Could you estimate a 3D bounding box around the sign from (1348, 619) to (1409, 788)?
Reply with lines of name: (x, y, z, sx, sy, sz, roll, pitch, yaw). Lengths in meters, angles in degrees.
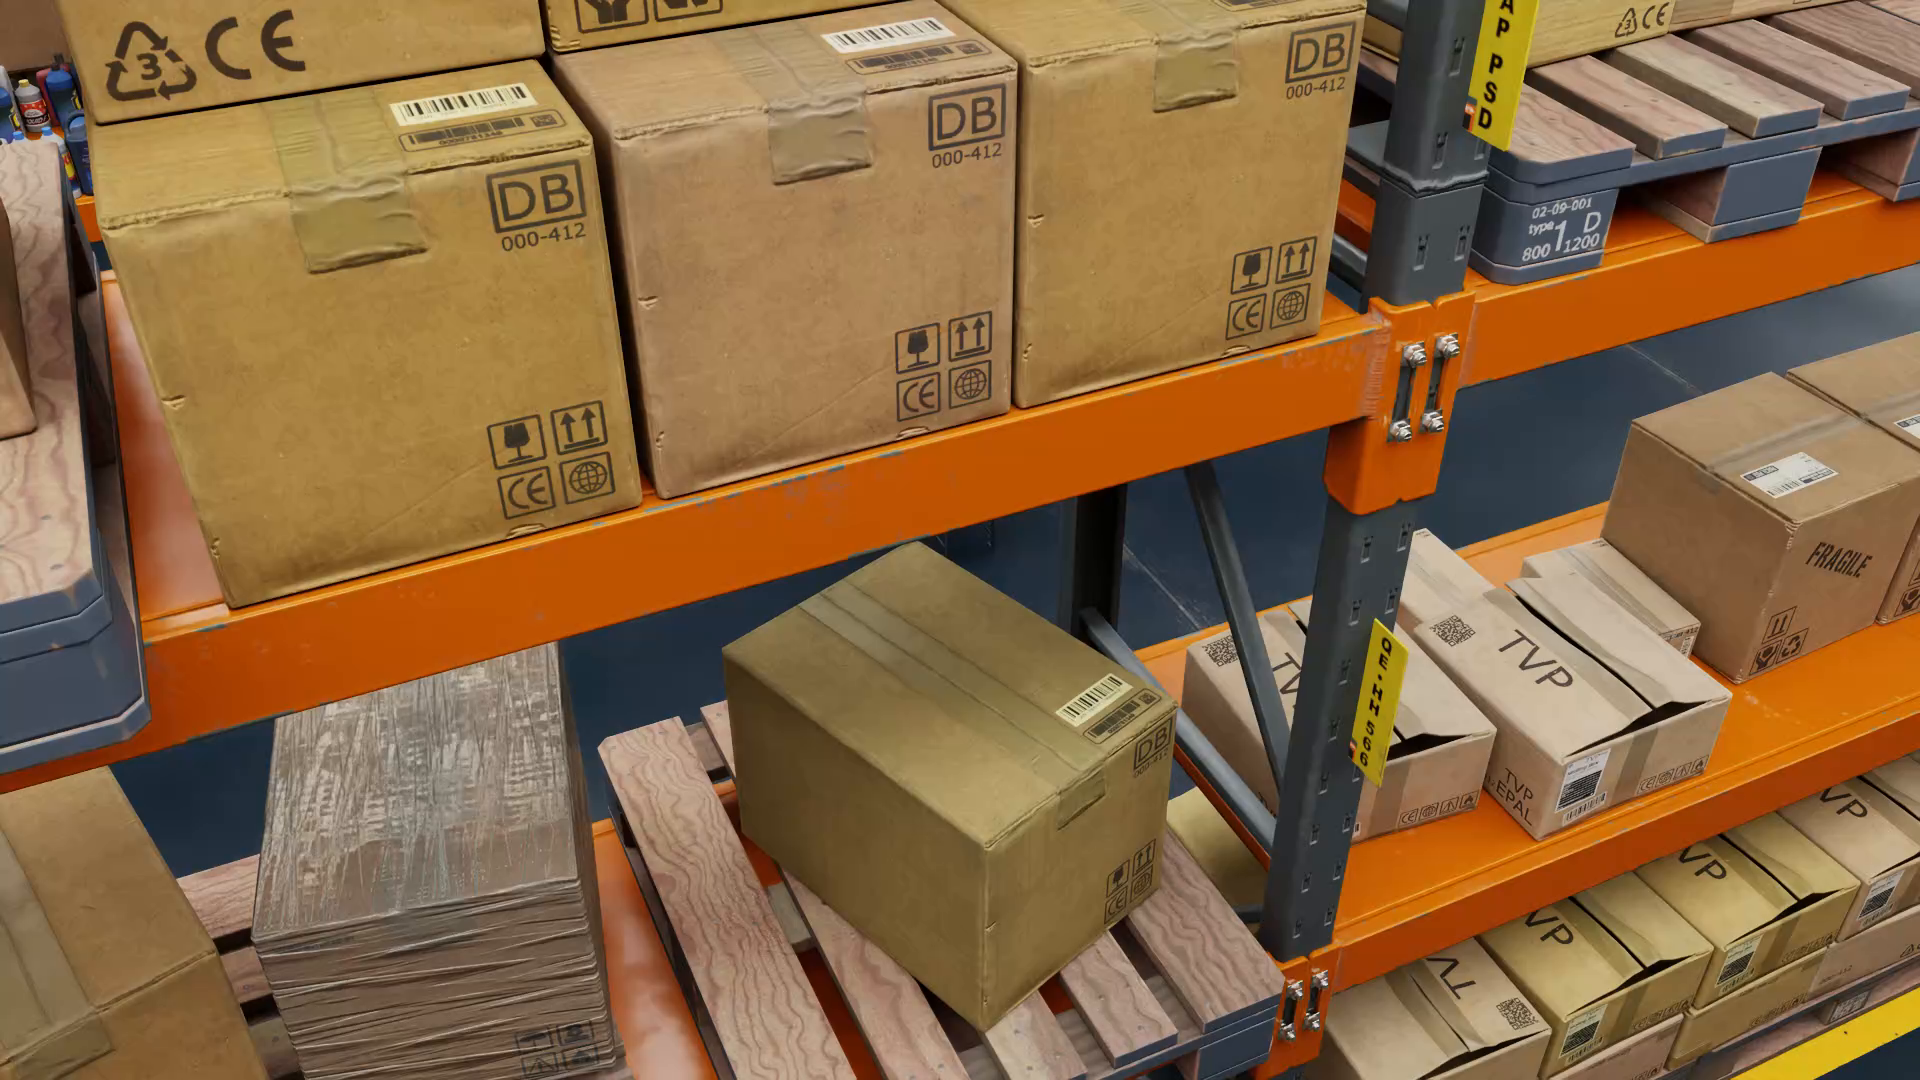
sign: (0.735, 0.290, 2.936, 0.005, 0.325, 0.100, -16, 39, -20)

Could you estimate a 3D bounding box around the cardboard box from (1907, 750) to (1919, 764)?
cardboard box: (2.951, 0.648, 4.843, 0.500, 0.311, 0.500, -16, 39, -20)

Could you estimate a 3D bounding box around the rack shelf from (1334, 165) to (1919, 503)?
rack shelf: (2.306, -0.989, 3.652, 4.000, 0.370, 1.077, -16, 39, -20)

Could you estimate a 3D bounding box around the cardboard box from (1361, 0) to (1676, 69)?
cardboard box: (0.882, -1.026, 2.870, 0.500, 0.250, 0.500, -19, 40, -23)

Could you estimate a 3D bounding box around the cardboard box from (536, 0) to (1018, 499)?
cardboard box: (-0.347, -0.554, 2.378, 0.500, 0.500, 0.910, -16, 39, -20)

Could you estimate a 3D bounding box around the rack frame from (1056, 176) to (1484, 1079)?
rack frame: (0.496, 0.433, 3.649, 0.127, 3.000, 1.000, -16, 39, -20)

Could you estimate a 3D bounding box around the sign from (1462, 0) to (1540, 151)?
sign: (0.724, -0.686, 2.206, 0.005, 0.325, 0.100, -16, 39, -20)

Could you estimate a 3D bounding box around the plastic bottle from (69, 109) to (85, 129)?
plastic bottle: (-3.366, -1.522, 6.392, 0.097, 0.271, 0.097, 0, 37, 0)

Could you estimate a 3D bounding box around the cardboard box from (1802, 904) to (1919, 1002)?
cardboard box: (2.482, 1.002, 4.836, 0.500, 0.250, 0.500, -15, 39, -19)

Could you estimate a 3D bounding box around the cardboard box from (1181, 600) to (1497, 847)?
cardboard box: (0.844, 0.400, 3.767, 0.500, 0.311, 0.500, -13, 39, -17)

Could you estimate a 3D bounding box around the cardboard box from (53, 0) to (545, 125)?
cardboard box: (-0.825, -0.848, 1.935, 0.500, 0.500, 0.500, -16, 39, -20)

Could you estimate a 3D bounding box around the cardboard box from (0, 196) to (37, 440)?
cardboard box: (-1.432, -0.435, 1.781, 0.600, 0.600, 0.600, -17, 40, -22)

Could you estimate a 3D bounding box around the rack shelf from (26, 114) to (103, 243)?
rack shelf: (-3.416, -1.444, 6.783, 4.000, 0.370, 1.077, -16, 39, -20)

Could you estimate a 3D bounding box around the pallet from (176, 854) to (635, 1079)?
pallet: (-1.263, 1.005, 3.039, 1.213, 0.211, 1.003, -16, 39, -20)

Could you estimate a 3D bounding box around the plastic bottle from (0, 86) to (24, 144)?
plastic bottle: (-3.818, -1.700, 6.632, 0.097, 0.271, 0.097, 0, 37, 0)

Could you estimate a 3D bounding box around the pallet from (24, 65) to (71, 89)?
pallet: (-5.559, -3.325, 11.056, 1.213, 0.211, 1.003, -16, 39, -20)

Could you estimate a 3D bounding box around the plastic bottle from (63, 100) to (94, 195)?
plastic bottle: (-3.275, -1.499, 6.295, 0.185, 0.351, 0.144, -16, 39, -20)

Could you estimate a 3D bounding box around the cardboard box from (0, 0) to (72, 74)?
cardboard box: (-5.952, -3.613, 10.534, 0.875, 0.875, 1.225, -17, 40, -21)

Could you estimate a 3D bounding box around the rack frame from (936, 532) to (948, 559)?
rack frame: (-0.099, -0.334, 6.444, 0.006, 0.900, 0.240, -16, 39, -20)

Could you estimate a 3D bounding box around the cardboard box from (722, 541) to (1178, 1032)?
cardboard box: (-0.027, 0.444, 3.197, 0.500, 0.500, 0.700, -30, 46, -34)

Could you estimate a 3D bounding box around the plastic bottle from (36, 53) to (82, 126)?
plastic bottle: (-3.698, -1.850, 6.824, 0.133, 0.283, 0.061, -16, 39, -20)

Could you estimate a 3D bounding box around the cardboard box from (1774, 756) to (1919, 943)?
cardboard box: (2.494, 0.773, 4.674, 0.500, 0.311, 0.500, -16, 39, -21)

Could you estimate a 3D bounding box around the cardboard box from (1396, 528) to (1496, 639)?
cardboard box: (1.192, 0.157, 4.231, 0.250, 0.149, 0.380, -16, 39, -20)

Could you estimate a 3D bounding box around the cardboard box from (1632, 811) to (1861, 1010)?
cardboard box: (2.029, 0.904, 4.498, 0.500, 0.311, 0.500, -17, 40, -21)

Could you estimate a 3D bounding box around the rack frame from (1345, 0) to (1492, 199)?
rack frame: (0.496, -1.977, 1.861, 0.127, 3.000, 1.000, -16, 39, -20)

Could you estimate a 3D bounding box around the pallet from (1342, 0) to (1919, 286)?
pallet: (1.072, -0.916, 3.108, 1.003, 0.211, 1.213, -14, 39, -18)

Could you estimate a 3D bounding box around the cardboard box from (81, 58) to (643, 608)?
cardboard box: (-0.817, -0.423, 2.200, 0.500, 0.500, 0.910, -16, 39, -20)

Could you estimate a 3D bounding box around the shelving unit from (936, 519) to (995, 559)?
shelving unit: (-0.007, -0.359, 6.479, 0.210, 0.900, 0.258, -16, 39, -20)

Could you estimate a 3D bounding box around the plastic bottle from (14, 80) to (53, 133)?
plastic bottle: (-3.795, -1.778, 6.796, 0.097, 0.201, 0.097, 0, 37, 0)

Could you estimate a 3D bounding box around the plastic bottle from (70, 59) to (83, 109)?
plastic bottle: (-3.536, -1.895, 6.828, 0.185, 0.351, 0.144, -16, 39, -20)

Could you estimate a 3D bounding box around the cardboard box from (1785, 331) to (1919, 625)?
cardboard box: (2.484, -0.174, 4.383, 0.500, 0.500, 0.500, -16, 39, -20)

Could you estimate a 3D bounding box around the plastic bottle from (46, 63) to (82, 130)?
plastic bottle: (-3.648, -1.807, 6.777, 0.097, 0.271, 0.097, 0, 37, 0)

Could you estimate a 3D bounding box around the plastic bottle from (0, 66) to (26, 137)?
plastic bottle: (-3.888, -1.764, 6.715, 0.135, 0.276, 0.152, -16, 39, -20)

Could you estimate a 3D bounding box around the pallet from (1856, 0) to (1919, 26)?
pallet: (2.083, -1.201, 3.492, 1.213, 0.211, 1.003, -14, 39, -18)

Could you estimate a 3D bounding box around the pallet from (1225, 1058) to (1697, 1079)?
pallet: (1.257, 1.365, 4.732, 1.213, 0.211, 1.003, -16, 39, -20)

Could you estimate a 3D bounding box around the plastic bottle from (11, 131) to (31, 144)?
plastic bottle: (-3.481, -1.395, 6.220, 0.097, 0.271, 0.097, 0, 37, 0)

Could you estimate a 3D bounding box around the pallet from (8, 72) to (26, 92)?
pallet: (-6.665, -3.014, 10.636, 1.213, 0.211, 1.003, -16, 39, -20)

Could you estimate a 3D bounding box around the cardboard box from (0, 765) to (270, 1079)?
cardboard box: (-1.552, 0.756, 2.776, 0.500, 0.500, 0.700, -26, 44, -31)

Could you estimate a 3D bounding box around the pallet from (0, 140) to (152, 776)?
pallet: (-1.568, -0.075, 1.974, 1.003, 0.211, 1.213, -16, 39, -20)

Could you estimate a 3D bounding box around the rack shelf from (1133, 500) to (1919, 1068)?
rack shelf: (2.306, 0.216, 4.545, 4.000, 0.370, 1.077, -16, 39, -20)

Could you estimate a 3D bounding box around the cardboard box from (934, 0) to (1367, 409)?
cardboard box: (0.115, -0.683, 2.552, 0.500, 0.500, 0.910, -16, 39, -20)

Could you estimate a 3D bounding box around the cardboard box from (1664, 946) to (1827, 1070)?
cardboard box: (2.017, 1.132, 4.662, 0.500, 0.250, 0.500, -17, 40, -21)

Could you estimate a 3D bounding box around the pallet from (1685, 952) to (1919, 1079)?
pallet: (2.360, 1.059, 5.145, 1.213, 0.211, 1.003, -16, 39, -20)

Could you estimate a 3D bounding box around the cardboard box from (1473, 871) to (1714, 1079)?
cardboard box: (1.567, 1.032, 4.326, 0.500, 0.311, 0.500, -17, 40, -21)

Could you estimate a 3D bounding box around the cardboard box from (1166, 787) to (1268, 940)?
cardboard box: (0.865, 0.878, 4.533, 0.500, 0.311, 0.500, -15, 39, -19)

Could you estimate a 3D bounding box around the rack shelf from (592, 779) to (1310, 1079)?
rack shelf: (-1.315, 1.228, 3.180, 4.000, 0.370, 1.077, -16, 39, -20)

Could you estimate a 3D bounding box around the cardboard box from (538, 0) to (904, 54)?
cardboard box: (-0.364, -0.978, 2.109, 0.500, 0.500, 0.500, -16, 39, -20)

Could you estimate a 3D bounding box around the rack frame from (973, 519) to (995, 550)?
rack frame: (0.085, -0.385, 6.514, 0.006, 0.900, 0.240, -16, 39, -20)

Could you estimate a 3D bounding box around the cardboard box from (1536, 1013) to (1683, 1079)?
cardboard box: (1.549, 1.267, 4.480, 0.500, 0.250, 0.500, -17, 40, -21)

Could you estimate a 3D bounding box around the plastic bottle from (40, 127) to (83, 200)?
plastic bottle: (-3.393, -1.419, 6.254, 0.097, 0.271, 0.097, 0, 37, 0)

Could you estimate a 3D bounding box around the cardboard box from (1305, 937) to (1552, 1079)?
cardboard box: (1.095, 1.169, 4.141, 0.500, 0.311, 0.500, -14, 39, -18)

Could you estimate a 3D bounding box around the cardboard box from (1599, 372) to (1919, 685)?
cardboard box: (2.008, -0.041, 4.203, 0.500, 0.500, 0.500, -18, 40, -22)

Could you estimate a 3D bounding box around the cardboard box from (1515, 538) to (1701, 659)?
cardboard box: (1.626, 0.181, 4.199, 0.250, 0.149, 0.380, -13, 38, -17)

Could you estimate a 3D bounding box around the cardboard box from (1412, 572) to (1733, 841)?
cardboard box: (1.388, 0.347, 3.839, 0.500, 0.311, 0.500, -16, 39, -20)

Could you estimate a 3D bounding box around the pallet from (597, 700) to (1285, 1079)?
pallet: (-0.088, 0.719, 3.423, 1.003, 0.211, 1.213, -16, 39, -20)

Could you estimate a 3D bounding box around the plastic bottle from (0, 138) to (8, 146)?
plastic bottle: (-3.597, -1.382, 6.199, 0.135, 0.276, 0.152, -16, 39, -20)

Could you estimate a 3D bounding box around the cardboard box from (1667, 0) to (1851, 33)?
cardboard box: (1.349, -1.168, 3.062, 0.500, 0.250, 0.500, -15, 39, -19)

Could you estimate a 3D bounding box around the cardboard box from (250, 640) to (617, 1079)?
cardboard box: (-0.936, 0.573, 3.023, 0.500, 0.500, 0.700, -9, 37, -11)

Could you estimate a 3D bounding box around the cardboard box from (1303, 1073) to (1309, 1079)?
cardboard box: (1.095, 1.394, 4.308, 0.500, 0.250, 0.500, -16, 39, -20)

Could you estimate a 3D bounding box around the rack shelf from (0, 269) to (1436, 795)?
rack shelf: (-1.315, 0.023, 2.287, 4.000, 0.370, 1.077, -16, 39, -20)
